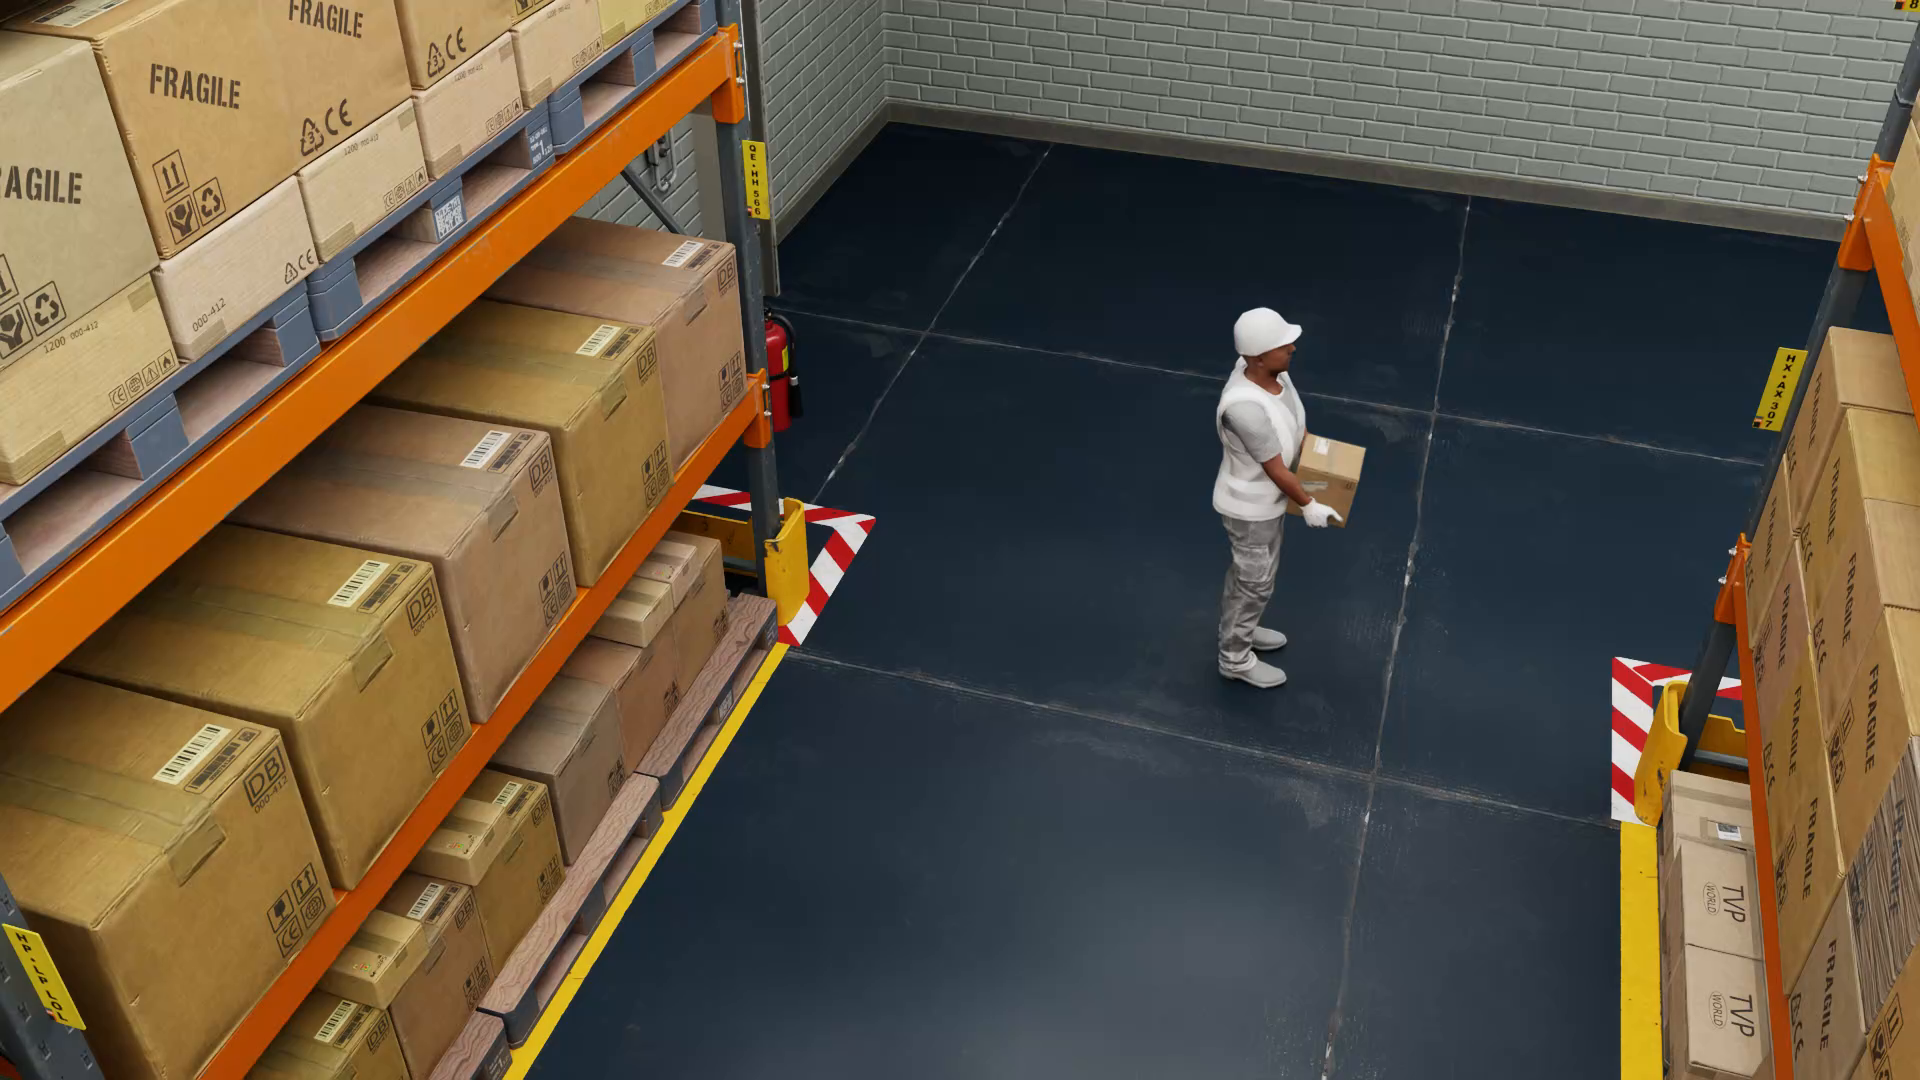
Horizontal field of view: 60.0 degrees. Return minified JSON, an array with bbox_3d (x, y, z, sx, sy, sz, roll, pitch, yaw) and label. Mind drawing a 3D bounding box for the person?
[{"bbox_3d":[1.358,-0.167,7.101,0.573,1.782,0.493,11,38,14],"label":"person"}]
